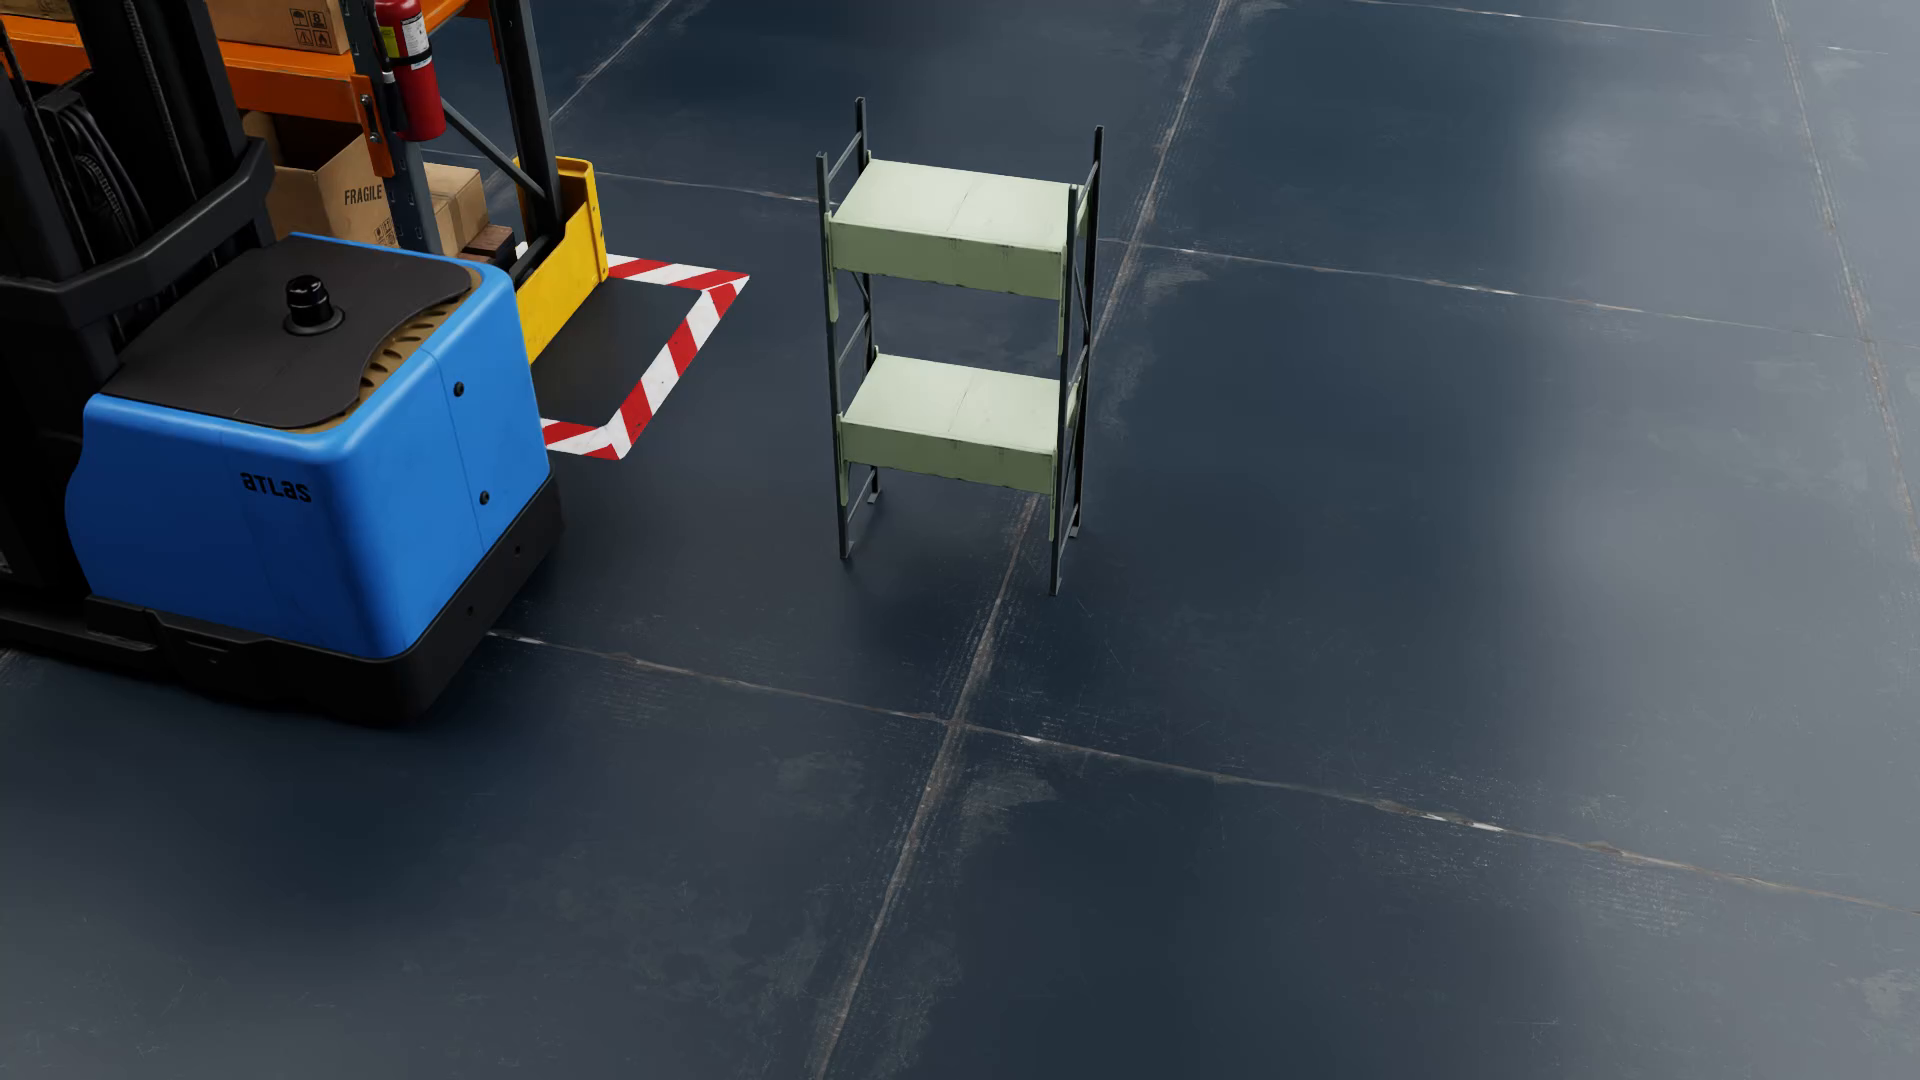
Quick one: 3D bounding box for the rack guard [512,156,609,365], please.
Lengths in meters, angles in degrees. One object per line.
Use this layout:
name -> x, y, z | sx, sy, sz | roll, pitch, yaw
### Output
rack guard -> -1.803, -1.025, 6.582 | 0.348, 0.500, 1.175 | 10, 41, 11

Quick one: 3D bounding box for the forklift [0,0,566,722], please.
forklift -> -2.925, -1.116, 4.800 | 3.031, 2.935, 1.130 | 11, 41, 13

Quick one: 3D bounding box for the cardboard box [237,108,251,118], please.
cardboard box -> -2.770, -1.690, 6.659 | 0.500, 0.500, 0.500 | 10, 41, 11

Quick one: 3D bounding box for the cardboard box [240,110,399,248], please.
cardboard box -> -2.421, -1.285, 6.176 | 0.500, 0.500, 0.500 | 10, 41, 11

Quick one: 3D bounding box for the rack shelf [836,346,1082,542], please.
rack shelf -> 0.006, -0.324, 5.476 | 0.720, 0.370, 0.431 | 10, 41, 11

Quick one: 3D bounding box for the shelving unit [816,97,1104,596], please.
shelving unit -> 0.006, -0.573, 5.266 | 0.755, 1.500, 0.431 | 10, 41, 11

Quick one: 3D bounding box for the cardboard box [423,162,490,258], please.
cardboard box -> -2.287, -1.321, 6.802 | 0.500, 0.250, 0.500 | 10, 41, 11

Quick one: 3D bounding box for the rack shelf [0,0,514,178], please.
rack shelf -> -3.758, -2.043, 6.410 | 4.000, 0.370, 1.077 | 10, 41, 11

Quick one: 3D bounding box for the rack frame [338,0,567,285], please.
rack frame -> -1.826, -1.986, 5.782 | 0.127, 3.000, 1.000 | 10, 41, 11

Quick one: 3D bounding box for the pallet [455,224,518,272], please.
pallet -> -2.576, -1.019, 6.799 | 1.213, 0.211, 1.003 | 10, 41, 11

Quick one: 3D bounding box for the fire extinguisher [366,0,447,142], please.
fire extinguisher -> -1.832, -1.648, 5.440 | 0.183, 0.674, 0.296 | 10, 41, 11

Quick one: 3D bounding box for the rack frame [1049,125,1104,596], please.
rack frame -> 0.360, -0.512, 5.194 | 0.023, 1.500, 0.400 | 10, 41, 11

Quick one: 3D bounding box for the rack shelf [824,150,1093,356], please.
rack shelf -> 0.006, -0.872, 5.015 | 0.720, 0.370, 0.431 | 10, 41, 11

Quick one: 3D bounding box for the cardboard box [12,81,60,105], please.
cardboard box -> -3.391, -1.442, 6.364 | 0.500, 0.500, 0.500 | 10, 41, 11

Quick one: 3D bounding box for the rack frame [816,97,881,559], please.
rack frame -> -0.347, -0.634, 5.339 | 0.023, 1.500, 0.400 | 10, 41, 11

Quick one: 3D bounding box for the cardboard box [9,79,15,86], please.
cardboard box -> -3.874, -1.526, 6.463 | 0.500, 0.500, 0.500 | 10, 41, 11

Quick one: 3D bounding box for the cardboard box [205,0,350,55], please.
cardboard box -> -2.274, -2.110, 5.852 | 0.500, 0.500, 0.700 | 10, 41, 11

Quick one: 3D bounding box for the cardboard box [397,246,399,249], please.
cardboard box -> -2.420, -0.999, 6.419 | 0.500, 0.250, 0.500 | 10, 41, 11

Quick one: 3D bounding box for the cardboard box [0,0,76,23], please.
cardboard box -> -3.260, -2.280, 6.055 | 0.500, 0.500, 0.700 | 10, 41, 12
